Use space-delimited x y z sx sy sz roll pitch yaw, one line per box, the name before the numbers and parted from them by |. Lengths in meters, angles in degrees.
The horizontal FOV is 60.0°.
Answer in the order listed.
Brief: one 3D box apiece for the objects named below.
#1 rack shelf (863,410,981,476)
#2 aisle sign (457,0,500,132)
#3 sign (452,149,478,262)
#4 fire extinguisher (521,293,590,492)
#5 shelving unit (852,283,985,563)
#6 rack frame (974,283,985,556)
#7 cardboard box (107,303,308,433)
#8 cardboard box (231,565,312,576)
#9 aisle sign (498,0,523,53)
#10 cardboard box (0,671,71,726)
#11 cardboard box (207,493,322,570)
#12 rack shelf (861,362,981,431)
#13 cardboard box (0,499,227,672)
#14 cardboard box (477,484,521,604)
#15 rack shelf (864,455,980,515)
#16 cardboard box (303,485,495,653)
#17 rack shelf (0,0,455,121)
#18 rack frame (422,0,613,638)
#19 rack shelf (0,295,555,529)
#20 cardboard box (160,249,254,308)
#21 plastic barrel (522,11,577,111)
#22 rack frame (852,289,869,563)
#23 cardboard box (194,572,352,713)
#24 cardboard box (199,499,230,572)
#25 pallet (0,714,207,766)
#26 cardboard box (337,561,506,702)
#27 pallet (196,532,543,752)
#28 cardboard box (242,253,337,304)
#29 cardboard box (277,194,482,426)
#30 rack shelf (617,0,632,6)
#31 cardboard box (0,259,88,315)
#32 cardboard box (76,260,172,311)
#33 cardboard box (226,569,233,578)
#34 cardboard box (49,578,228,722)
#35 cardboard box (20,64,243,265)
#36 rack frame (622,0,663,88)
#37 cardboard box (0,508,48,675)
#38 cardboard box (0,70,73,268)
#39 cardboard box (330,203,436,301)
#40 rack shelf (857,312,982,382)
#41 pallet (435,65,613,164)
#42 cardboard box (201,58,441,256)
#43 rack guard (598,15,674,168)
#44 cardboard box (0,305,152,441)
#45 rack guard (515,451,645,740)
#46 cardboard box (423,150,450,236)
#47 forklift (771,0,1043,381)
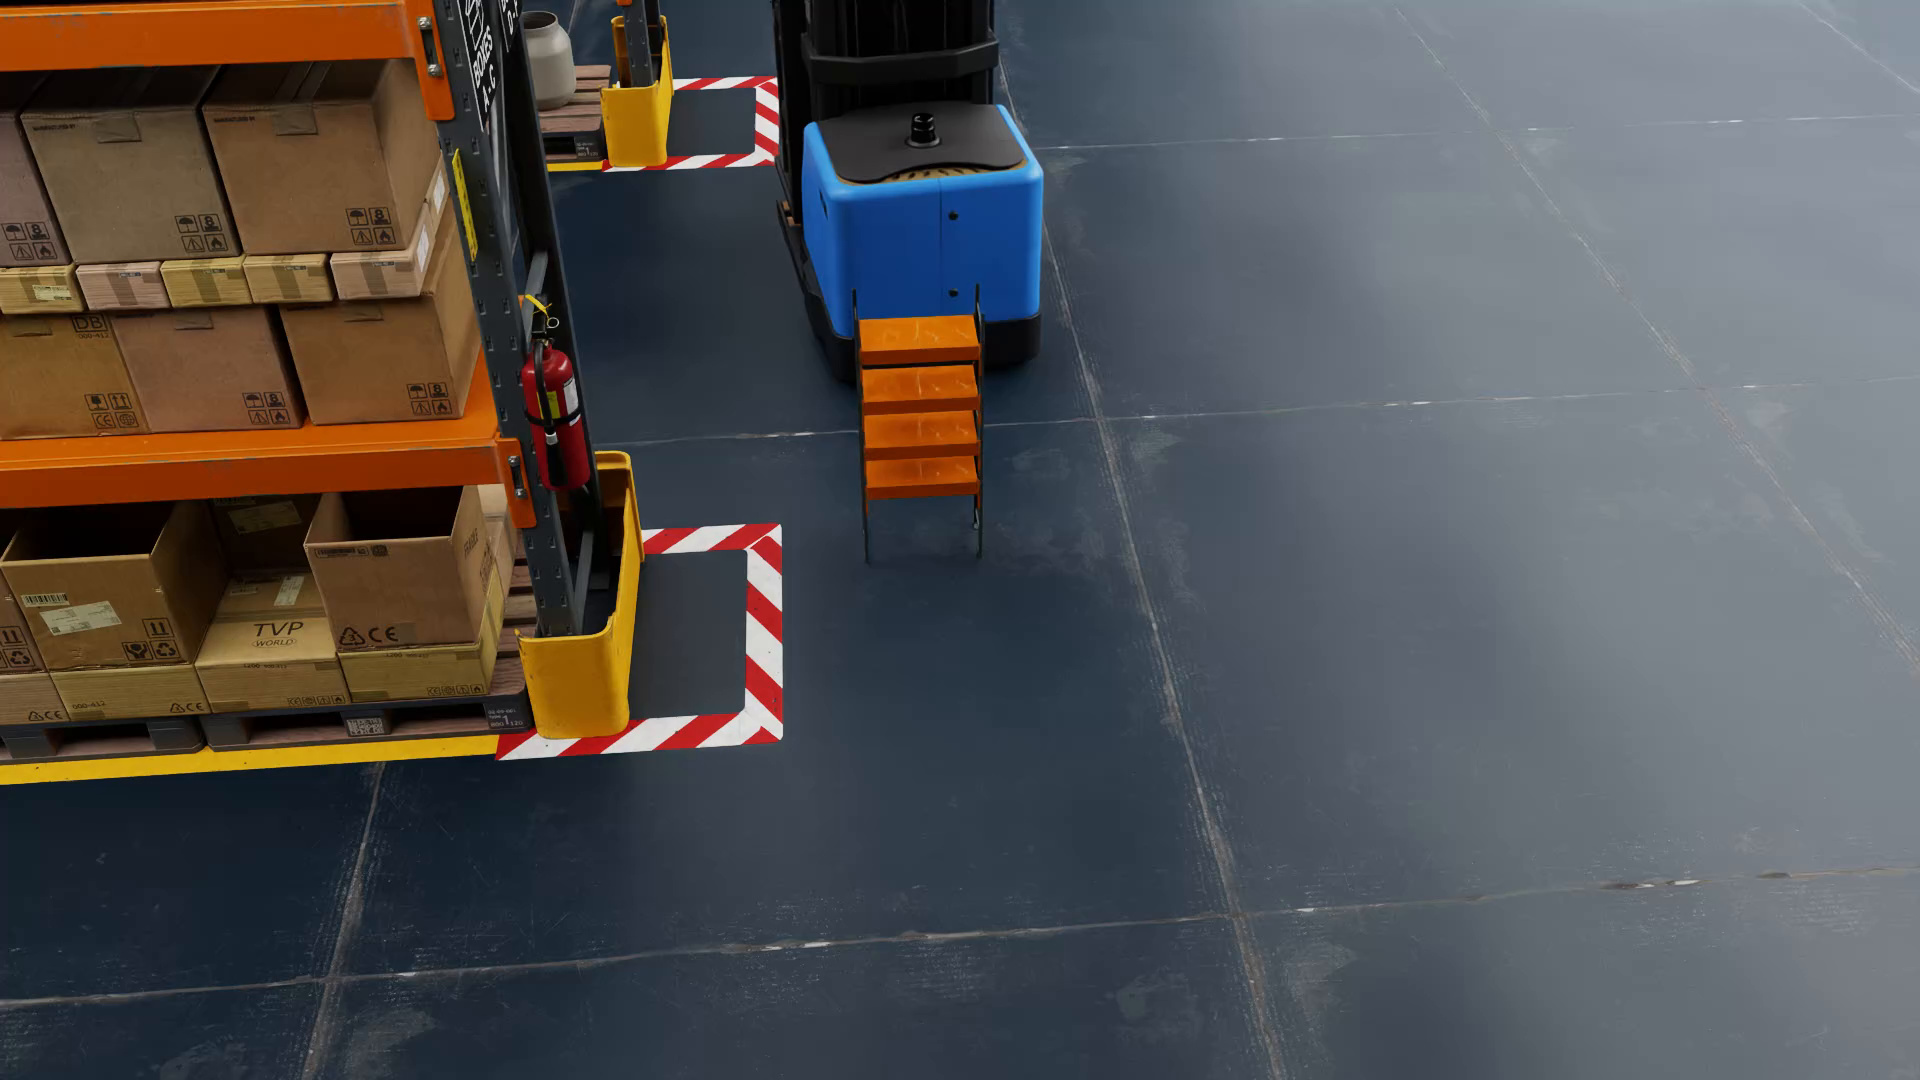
rack shelf | -0.165 -0.409 6.909 0.480 0.148 0.258 -3 38 -4
aisle sign | -1.420 -1.630 4.796 0.004 0.787 0.394 -3 38 -4
sign | -1.477 -0.999 4.969 0.005 0.325 0.100 -3 38 -4
fire extinguisher | -1.353 -0.477 5.495 0.183 0.674 0.296 -3 38 -4
shelving unit | -0.165 -0.462 6.867 0.503 1.200 0.258 -3 38 -4
rack frame | 0.078 -0.475 6.884 0.015 1.200 0.240 -3 38 -4
cardboard box | -2.500 -0.777 5.732 0.500 0.500 0.700 -2 38 -3
cardboard box | -2.563 0.049 6.647 0.500 0.250 0.500 -3 38 -4
aisle sign | -1.473 -2.000 5.265 0.004 0.787 0.394 -3 38 -4
cardboard box | -3.513 0.429 6.166 0.500 0.250 0.500 -3 38 -4
cardboard box | -2.563 -0.246 6.416 0.500 0.500 0.500 -3 38 -4
rack shelf | -0.165 -0.585 6.770 0.480 0.148 0.258 -3 38 -4
cardboard box | -3.014 0.110 5.965 0.500 0.500 0.500 -3 38 -4
cardboard box | -2.065 0.019 6.684 0.500 0.250 0.500 -3 38 -4
rack shelf | -0.165 -0.253 7.032 0.480 0.148 0.258 -3 38 -4
cardboard box | -2.019 0.046 6.046 0.500 0.500 0.500 -3 38 -4
rack shelf | -3.504 -1.573 4.981 4.000 0.370 1.077 -3 38 -4
rack frame | -1.512 -0.787 5.826 0.127 3.000 1.000 -3 38 -4
rack shelf | -3.504 -0.395 5.910 4.000 0.370 1.077 -3 38 -4
cardboard box | -2.391 -0.913 5.382 0.250 0.149 0.380 -4 38 -5
plastic barrel | -2.595 -2.949 10.235 0.421 0.512 0.421 0 38 0
rack frame | -0.408 -0.449 6.850 0.015 1.200 0.240 -3 38 -4
cardboard box | -2.516 0.374 6.235 0.500 0.250 0.500 -3 38 -4
cardboard box | -3.060 -0.211 6.371 0.500 0.500 0.500 -3 38 -4
pallet | -3.482 0.440 6.522 1.213 0.211 1.003 -3 38 -4
cardboard box | -2.020 0.339 6.279 0.500 0.250 0.500 -3 38 -4
pallet | -2.270 0.375 6.604 1.213 0.211 1.003 -3 38 -4
cardboard box | -2.136 -0.927 5.399 0.250 0.149 0.380 -2 38 -3
cardboard box | -1.978 -0.809 5.773 0.500 0.500 0.700 -3 38 -4
rack shelf | -3.939 -3.452 9.784 4.000 0.370 1.077 -3 38 -4
cardboard box | -2.903 -0.886 5.347 0.250 0.149 0.380 -2 38 -3
cardboard box | -2.641 -0.901 5.366 0.250 0.149 0.380 -3 38 -3
cardboard box | -3.061 0.076 6.612 0.500 0.250 0.500 -3 38 -4
cardboard box | -3.014 0.402 6.199 0.500 0.250 0.500 -3 38 -4
cardboard box | -2.554 -1.283 5.326 0.500 0.500 0.700 -4 38 -5
rack frame | -1.947 -3.844 9.700 0.127 3.000 1.000 -3 38 -4
cardboard box | -3.512 0.136 5.931 0.500 0.500 0.500 -3 38 -4
cardboard box | -3.056 -1.255 5.291 0.500 0.500 0.700 -3 38 -4
cardboard box | -1.875 -0.943 5.419 0.250 0.149 0.380 -4 38 -5
rack shelf | -0.165 -0.770 6.623 0.480 0.148 0.258 -3 38 -4
pallet | -2.828 -2.674 10.469 1.213 0.211 1.003 -3 38 -4
cardboard box | -2.030 -1.315 5.367 0.500 0.500 0.700 -3 38 -4
rack guard | -2.018 -2.829 10.432 0.348 0.500 1.175 -3 38 -4
cardboard box | -2.995 -0.753 5.702 0.500 0.500 0.700 -3 38 -4
rack guard | -1.488 0.193 6.602 0.348 0.500 1.175 -3 38 -4
cardboard box | -1.921 -1.193 5.735 0.250 0.149 0.380 -3 38 -4
forklift | -0.423 -2.841 8.485 1.130 2.935 3.031 -8 39 -10
